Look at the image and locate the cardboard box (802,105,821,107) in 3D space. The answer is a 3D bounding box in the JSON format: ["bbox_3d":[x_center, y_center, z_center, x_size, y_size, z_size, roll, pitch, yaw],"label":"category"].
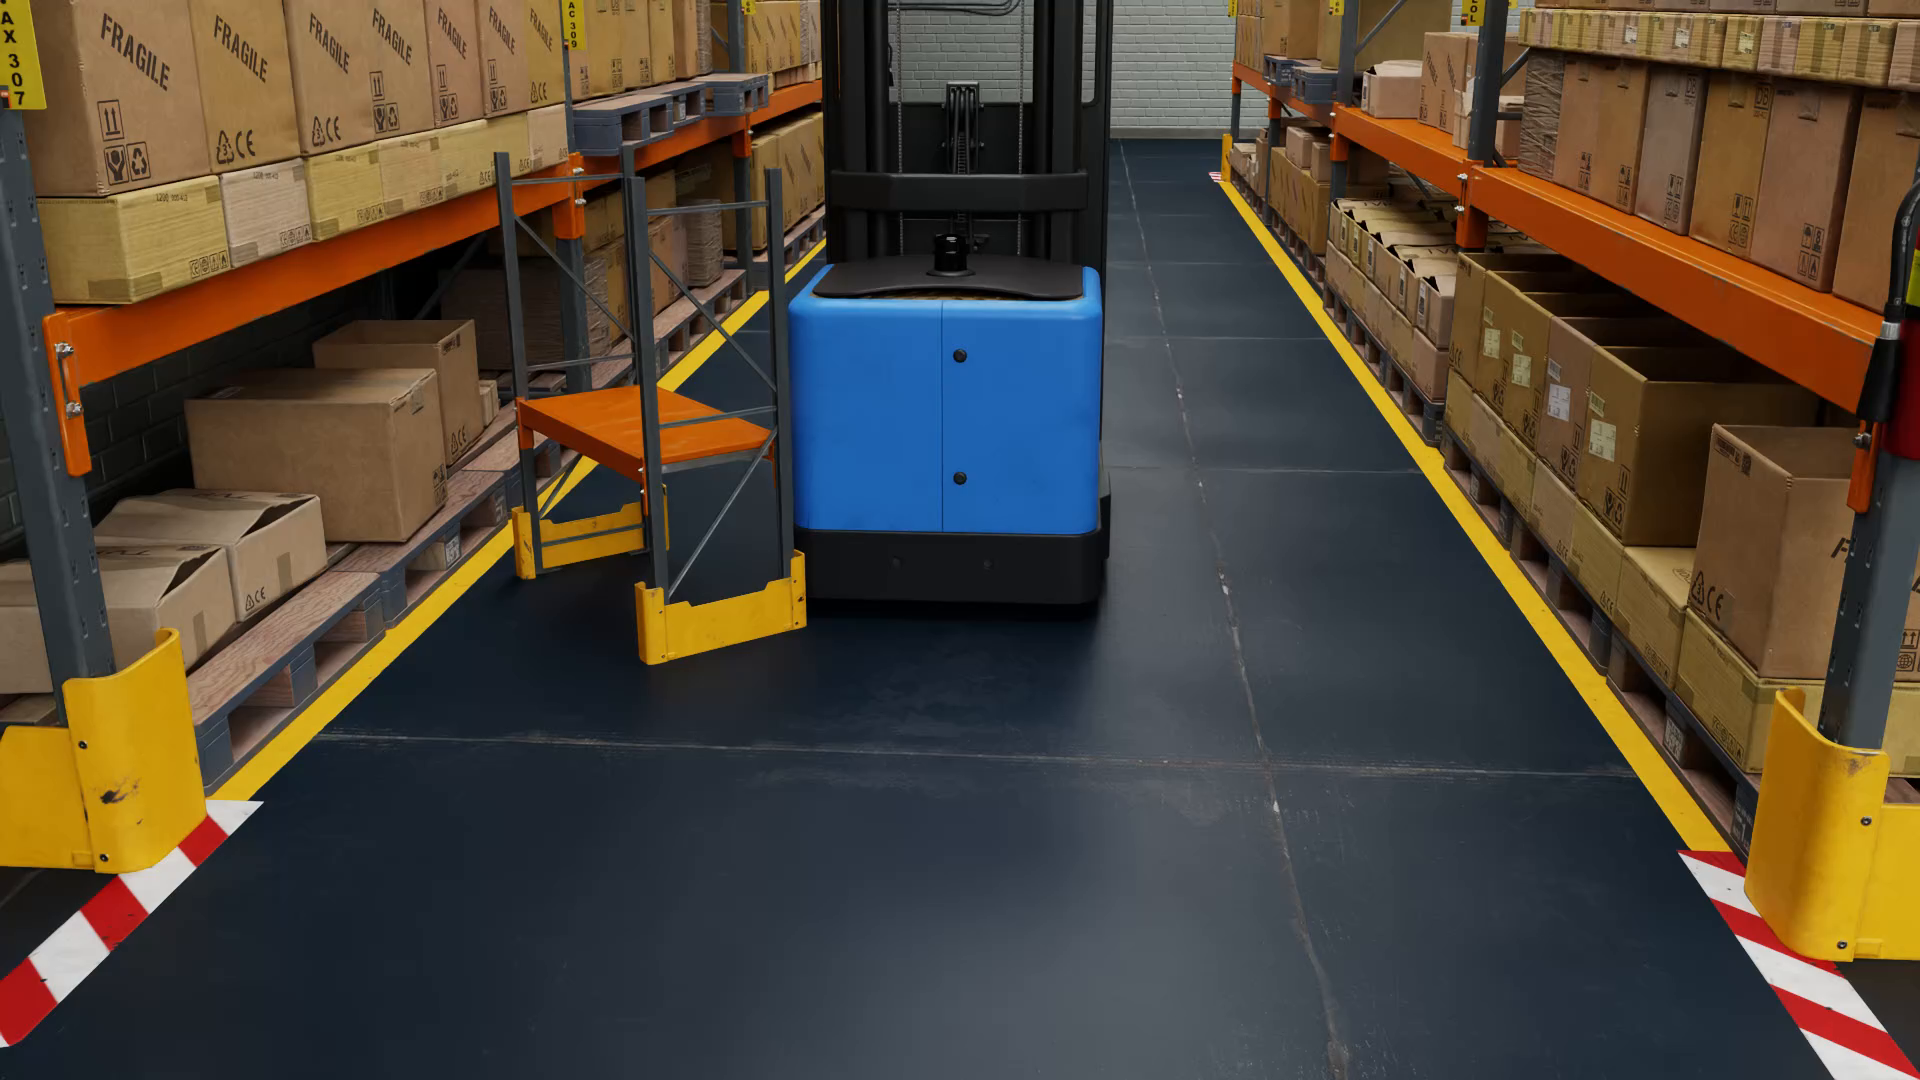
[{"bbox_3d":[-1.554,-4.623,18.014,0.380,0.149,0.250,1,18,4],"label":"cardboard box"}]

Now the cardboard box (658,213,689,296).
[{"bbox_3d":[-2.104,-1.791,10.381,0.700,0.500,0.500,1,18,4],"label":"cardboard box"}]

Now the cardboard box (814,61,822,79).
[{"bbox_3d":[-1.401,-4.095,14.473,0.380,0.149,0.250,2,18,5],"label":"cardboard box"}]

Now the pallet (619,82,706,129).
[{"bbox_3d":[-2.052,-2.446,9.377,1.003,0.211,1.213,1,18,4],"label":"pallet"}]

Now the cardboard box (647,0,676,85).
[{"bbox_3d":[-2.042,-2.875,9.514,0.700,0.500,0.500,1,18,4],"label":"cardboard box"}]

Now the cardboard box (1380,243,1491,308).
[{"bbox_3d":[2.515,-1.409,8.746,0.500,0.311,0.500,1,18,4],"label":"cardboard box"}]

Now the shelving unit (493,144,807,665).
[{"bbox_3d":[-1.060,-0.507,5.562,0.587,1.500,1.083,-13,22,-34],"label":"shelving unit"}]

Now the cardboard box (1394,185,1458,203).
[{"bbox_3d":[3.308,-2.199,11.625,0.500,0.500,0.500,2,18,6],"label":"cardboard box"}]

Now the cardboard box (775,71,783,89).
[{"bbox_3d":[-1.598,-3.616,13.013,0.380,0.149,0.250,1,18,4],"label":"cardboard box"}]

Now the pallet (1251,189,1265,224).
[{"bbox_3d":[3.327,-3.173,15.769,1.003,0.211,1.213,1,18,4],"label":"pallet"}]

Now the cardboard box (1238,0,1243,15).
[{"bbox_3d":[3.269,-5.918,17.901,0.500,0.500,0.500,2,18,6],"label":"cardboard box"}]

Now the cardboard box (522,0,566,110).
[{"bbox_3d":[-1.963,-2.051,6.869,0.500,0.500,0.500,1,18,4],"label":"cardboard box"}]

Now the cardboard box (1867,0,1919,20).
[{"bbox_3d":[2.466,-1.384,3.584,0.700,0.500,0.500,1,18,4],"label":"cardboard box"}]

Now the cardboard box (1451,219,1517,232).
[{"bbox_3d":[3.128,-1.716,9.683,0.500,0.311,0.500,1,18,4],"label":"cardboard box"}]

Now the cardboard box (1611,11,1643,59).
[{"bbox_3d":[2.402,-1.677,5.521,0.380,0.149,0.250,1,18,2],"label":"cardboard box"}]

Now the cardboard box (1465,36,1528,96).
[{"bbox_3d":[2.812,-2.250,8.312,0.500,0.500,0.500,3,18,8],"label":"cardboard box"}]

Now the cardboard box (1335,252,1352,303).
[{"bbox_3d":[2.624,-1.624,10.302,0.500,0.250,0.500,1,18,2],"label":"cardboard box"}]

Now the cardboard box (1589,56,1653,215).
[{"bbox_3d":[2.606,-1.391,5.689,0.700,0.500,0.500,2,18,5],"label":"cardboard box"}]

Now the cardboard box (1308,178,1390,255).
[{"bbox_3d":[2.823,-2.360,12.116,0.500,0.500,0.500,2,18,6],"label":"cardboard box"}]

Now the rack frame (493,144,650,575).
[{"bbox_3d":[-1.357,-0.632,5.944,0.500,1.500,0.032,-13,22,-34],"label":"rack frame"}]

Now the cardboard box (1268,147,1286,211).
[{"bbox_3d":[2.999,-3.162,14.563,0.500,0.500,0.500,0,18,1],"label":"cardboard box"}]

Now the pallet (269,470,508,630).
[{"bbox_3d":[-2.336,0.004,6.071,1.003,0.211,1.213,1,18,4],"label":"pallet"}]

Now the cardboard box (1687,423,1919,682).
[{"bbox_3d":[2.158,0.019,4.084,0.500,0.500,0.500,1,18,4],"label":"cardboard box"}]

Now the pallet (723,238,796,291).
[{"bbox_3d":[-1.820,-2.070,12.403,1.003,0.211,1.213,1,18,4],"label":"pallet"}]

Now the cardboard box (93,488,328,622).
[{"bbox_3d":[-2.345,0.011,5.184,0.500,0.311,0.500,3,18,8],"label":"cardboard box"}]

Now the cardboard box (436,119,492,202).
[{"bbox_3d":[-2.034,-1.383,6.036,0.500,0.250,0.500,1,18,4],"label":"cardboard box"}]

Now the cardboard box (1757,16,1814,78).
[{"bbox_3d":[2.310,-1.276,4.297,0.380,0.149,0.250,2,18,5],"label":"cardboard box"}]

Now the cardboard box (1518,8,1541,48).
[{"bbox_3d":[2.491,-2.077,6.743,0.380,0.149,0.250,1,18,4],"label":"cardboard box"}]

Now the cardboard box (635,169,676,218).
[{"bbox_3d":[-2.054,-2.130,10.208,0.500,0.250,0.500,2,18,5],"label":"cardboard box"}]

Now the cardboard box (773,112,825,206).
[{"bbox_3d":[-1.581,-3.368,14.662,0.750,0.750,0.750,1,18,5],"label":"cardboard box"}]

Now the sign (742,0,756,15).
[{"bbox_3d":[-1.409,-3.656,11.030,0.100,0.325,0.005,1,18,4],"label":"sign"}]

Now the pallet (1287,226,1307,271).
[{"bbox_3d":[3.171,-2.327,13.185,1.003,0.211,1.213,1,18,4],"label":"pallet"}]

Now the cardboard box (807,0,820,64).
[{"bbox_3d":[-1.473,-4.285,14.014,0.500,0.500,0.500,1,18,4],"label":"cardboard box"}]

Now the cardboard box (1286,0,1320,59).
[{"bbox_3d":[3.034,-4.175,13.513,0.700,0.500,0.500,4,19,13],"label":"cardboard box"}]

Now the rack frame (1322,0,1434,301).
[{"bbox_3d":[2.990,-3.043,10.893,1.000,3.000,0.127,1,18,4],"label":"rack frame"}]

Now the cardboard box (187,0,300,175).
[{"bbox_3d":[-2.145,-1.257,4.447,0.500,0.500,0.500,1,18,4],"label":"cardboard box"}]

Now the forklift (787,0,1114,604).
[{"bbox_3d":[0.042,-1.589,6.564,1.130,2.935,3.031,1,18,4],"label":"forklift"}]

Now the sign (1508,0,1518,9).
[{"bbox_3d":[3.544,-3.582,10.678,0.100,0.325,0.005,1,18,4],"label":"sign"}]

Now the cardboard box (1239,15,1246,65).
[{"bbox_3d":[3.237,-5.283,17.568,0.500,0.500,0.500,1,18,3],"label":"cardboard box"}]

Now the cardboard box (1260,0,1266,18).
[{"bbox_3d":[3.089,-5.130,15.495,0.500,0.500,0.500,1,18,3],"label":"cardboard box"}]

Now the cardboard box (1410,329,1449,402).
[{"bbox_3d":[2.444,-0.829,7.877,0.500,0.250,0.500,1,18,3],"label":"cardboard box"}]

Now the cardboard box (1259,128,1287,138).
[{"bbox_3d":[3.406,-3.892,16.785,0.797,0.503,0.637,1,18,4],"label":"cardboard box"}]

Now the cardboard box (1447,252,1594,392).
[{"bbox_3d":[2.358,-0.913,6.929,0.500,0.500,0.500,1,18,4],"label":"cardboard box"}]

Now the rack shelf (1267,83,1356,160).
[{"bbox_3d":[3.133,-3.322,12.900,1.077,0.370,4.000,1,18,4],"label":"rack shelf"}]

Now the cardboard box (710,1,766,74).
[{"bbox_3d":[-1.661,-3.496,11.604,0.500,0.500,0.500,2,18,6],"label":"cardboard box"}]

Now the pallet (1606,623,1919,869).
[{"bbox_3d":[2.429,0.528,4.472,1.003,0.211,1.213,1,18,4],"label":"pallet"}]

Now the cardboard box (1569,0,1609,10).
[{"bbox_3d":[2.643,-2.170,5.984,0.700,0.500,0.500,1,18,4],"label":"cardboard box"}]

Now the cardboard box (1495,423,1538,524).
[{"bbox_3d":[2.286,-0.246,6.098,0.500,0.250,0.500,1,18,4],"label":"cardboard box"}]
